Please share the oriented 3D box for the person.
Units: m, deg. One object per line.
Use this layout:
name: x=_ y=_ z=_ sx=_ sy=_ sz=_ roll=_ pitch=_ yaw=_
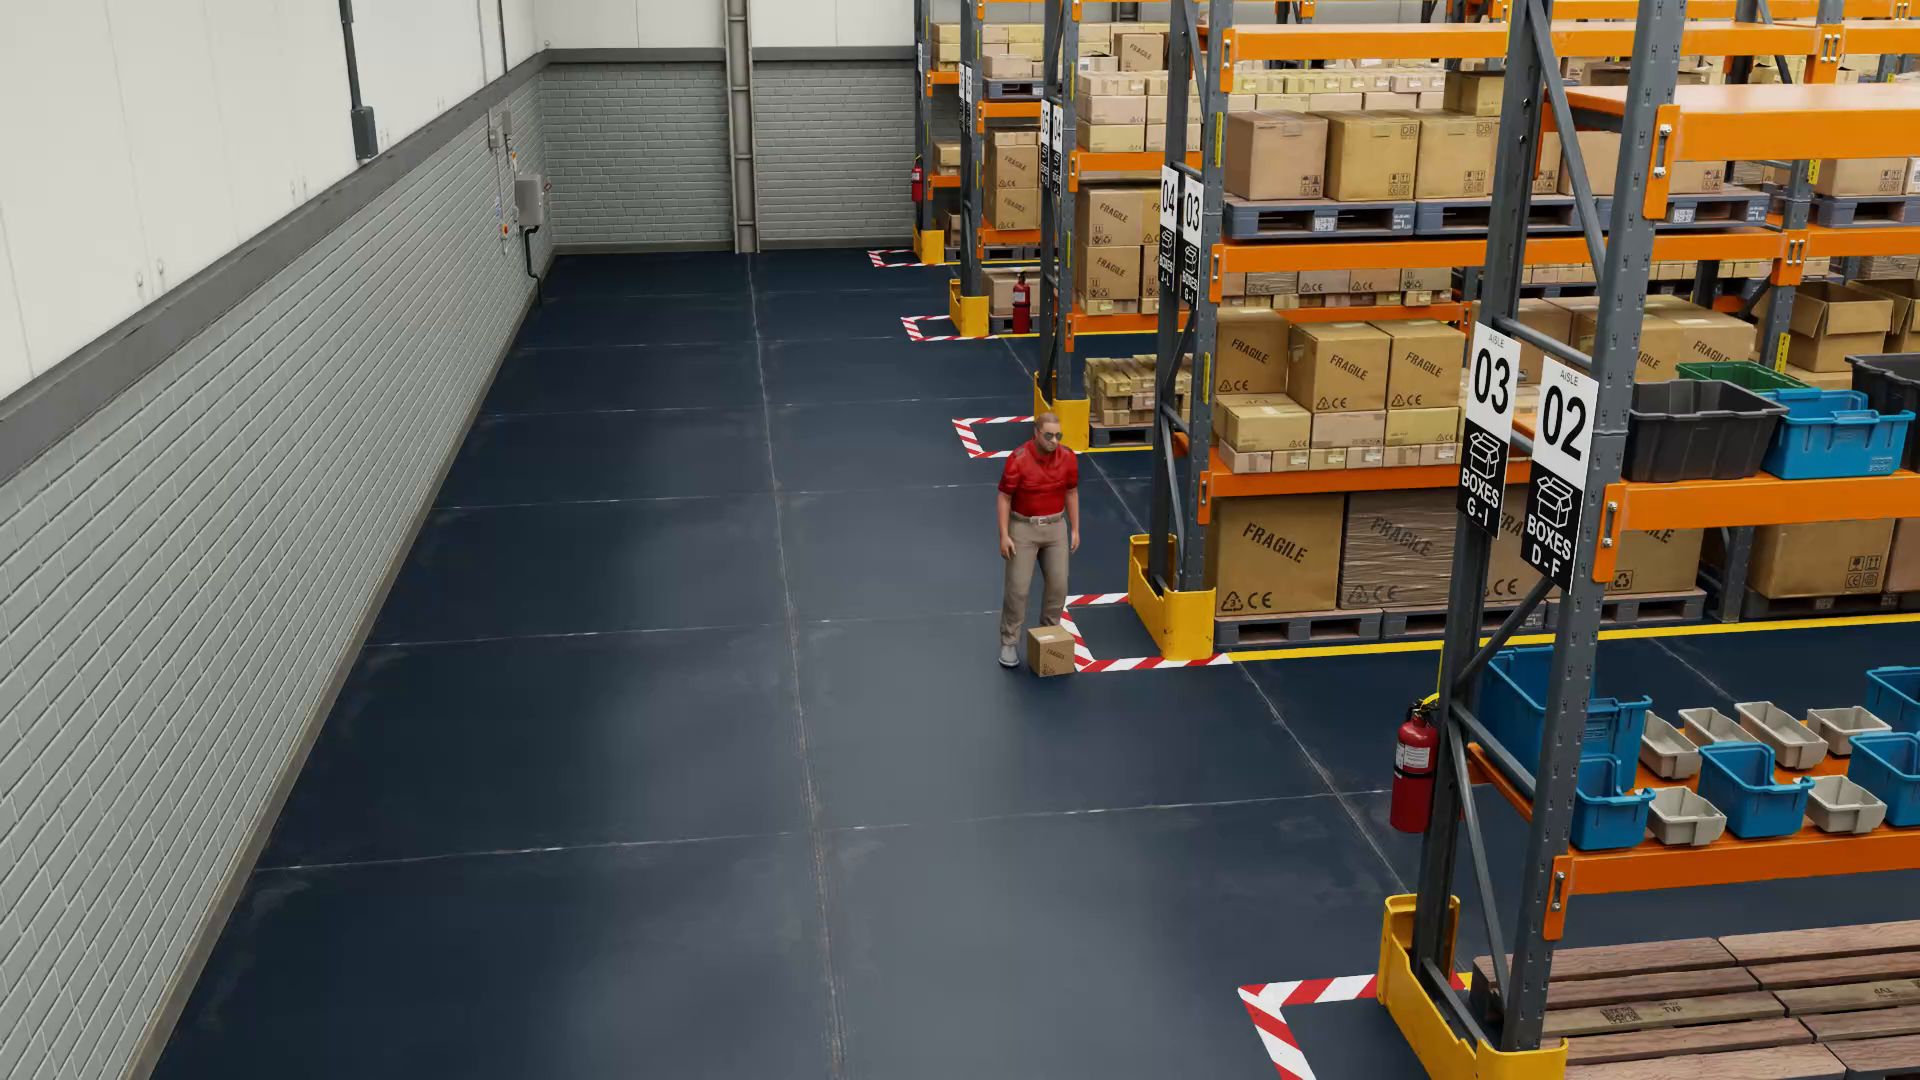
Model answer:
person: x=0.528 y=-0.031 z=11.181 sx=0.606 sy=1.726 sz=0.396 roll=-7 pitch=21 yaw=-18
